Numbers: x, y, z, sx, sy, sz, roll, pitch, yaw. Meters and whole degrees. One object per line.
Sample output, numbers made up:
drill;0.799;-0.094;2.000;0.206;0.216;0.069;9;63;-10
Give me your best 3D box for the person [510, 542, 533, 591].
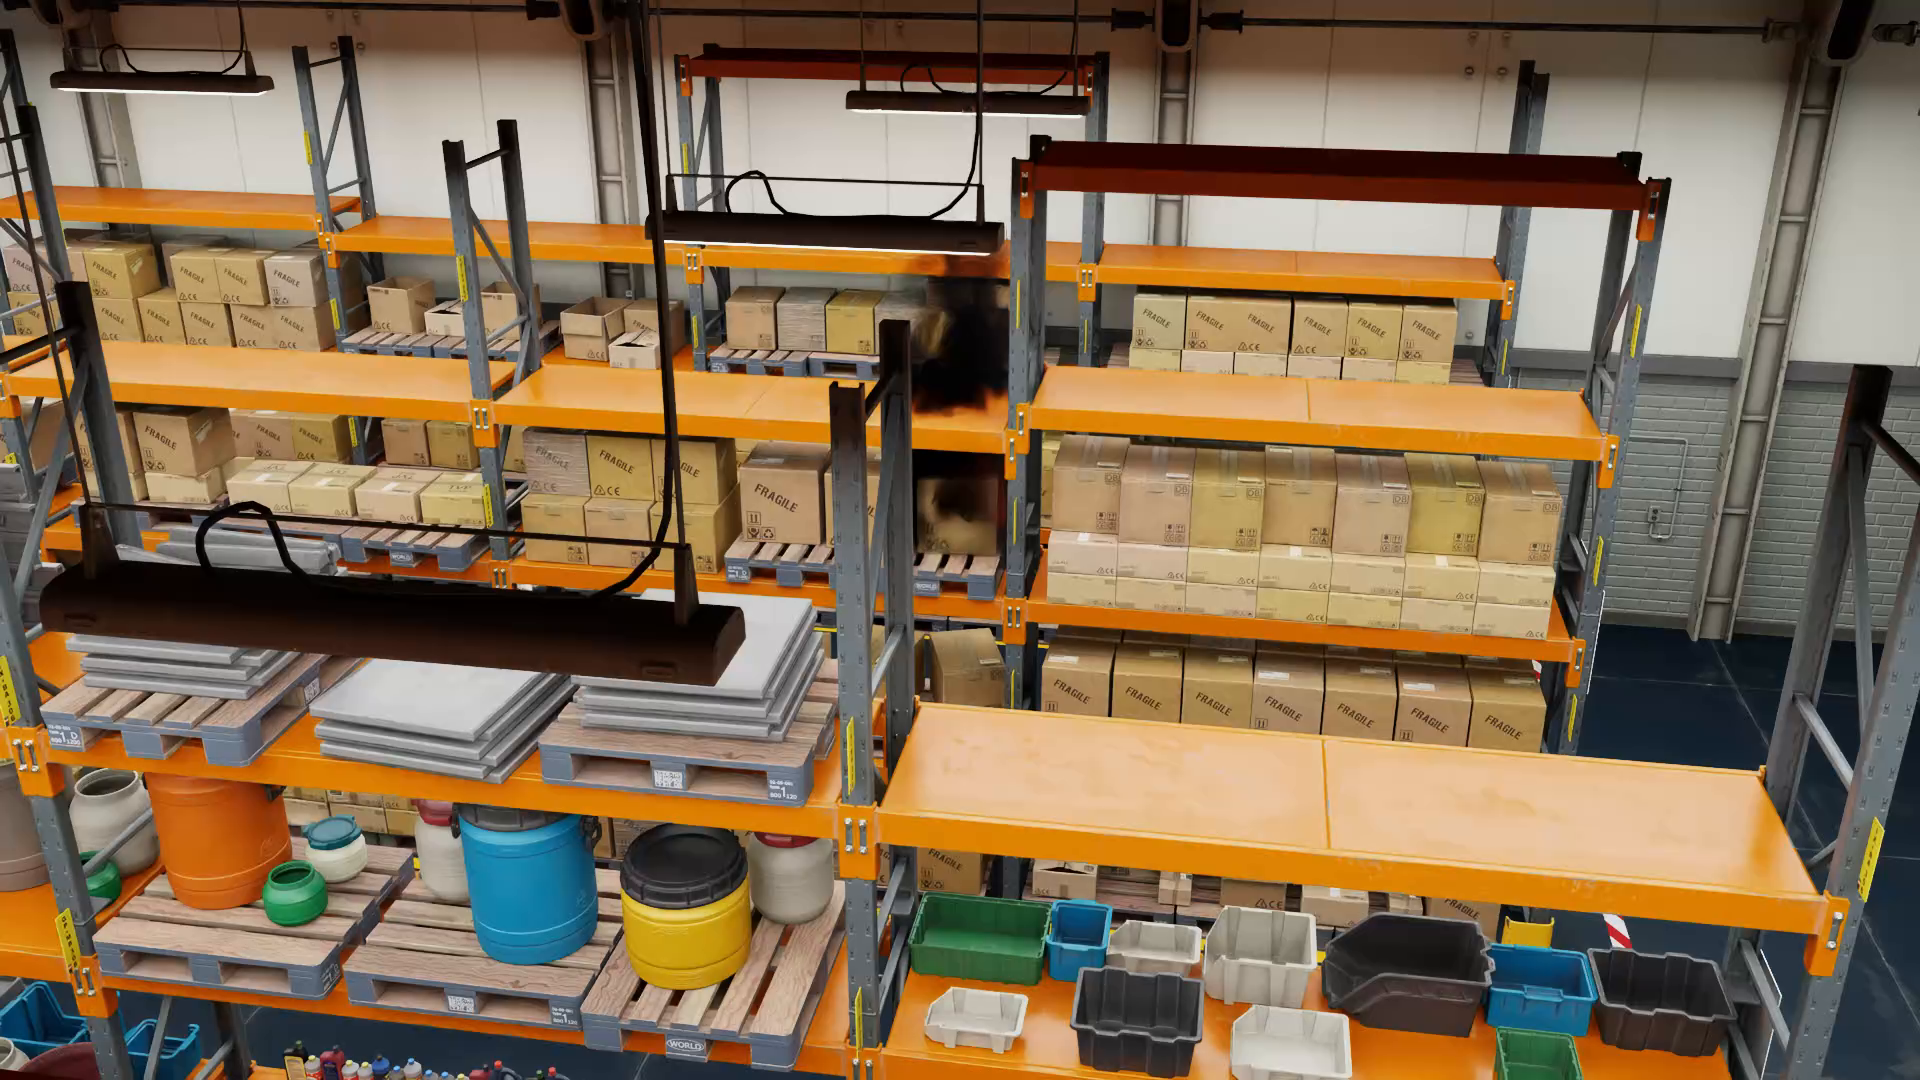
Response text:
person;-4.287;0.820;16.300;0.683;1.716;0.616;2;23;4
